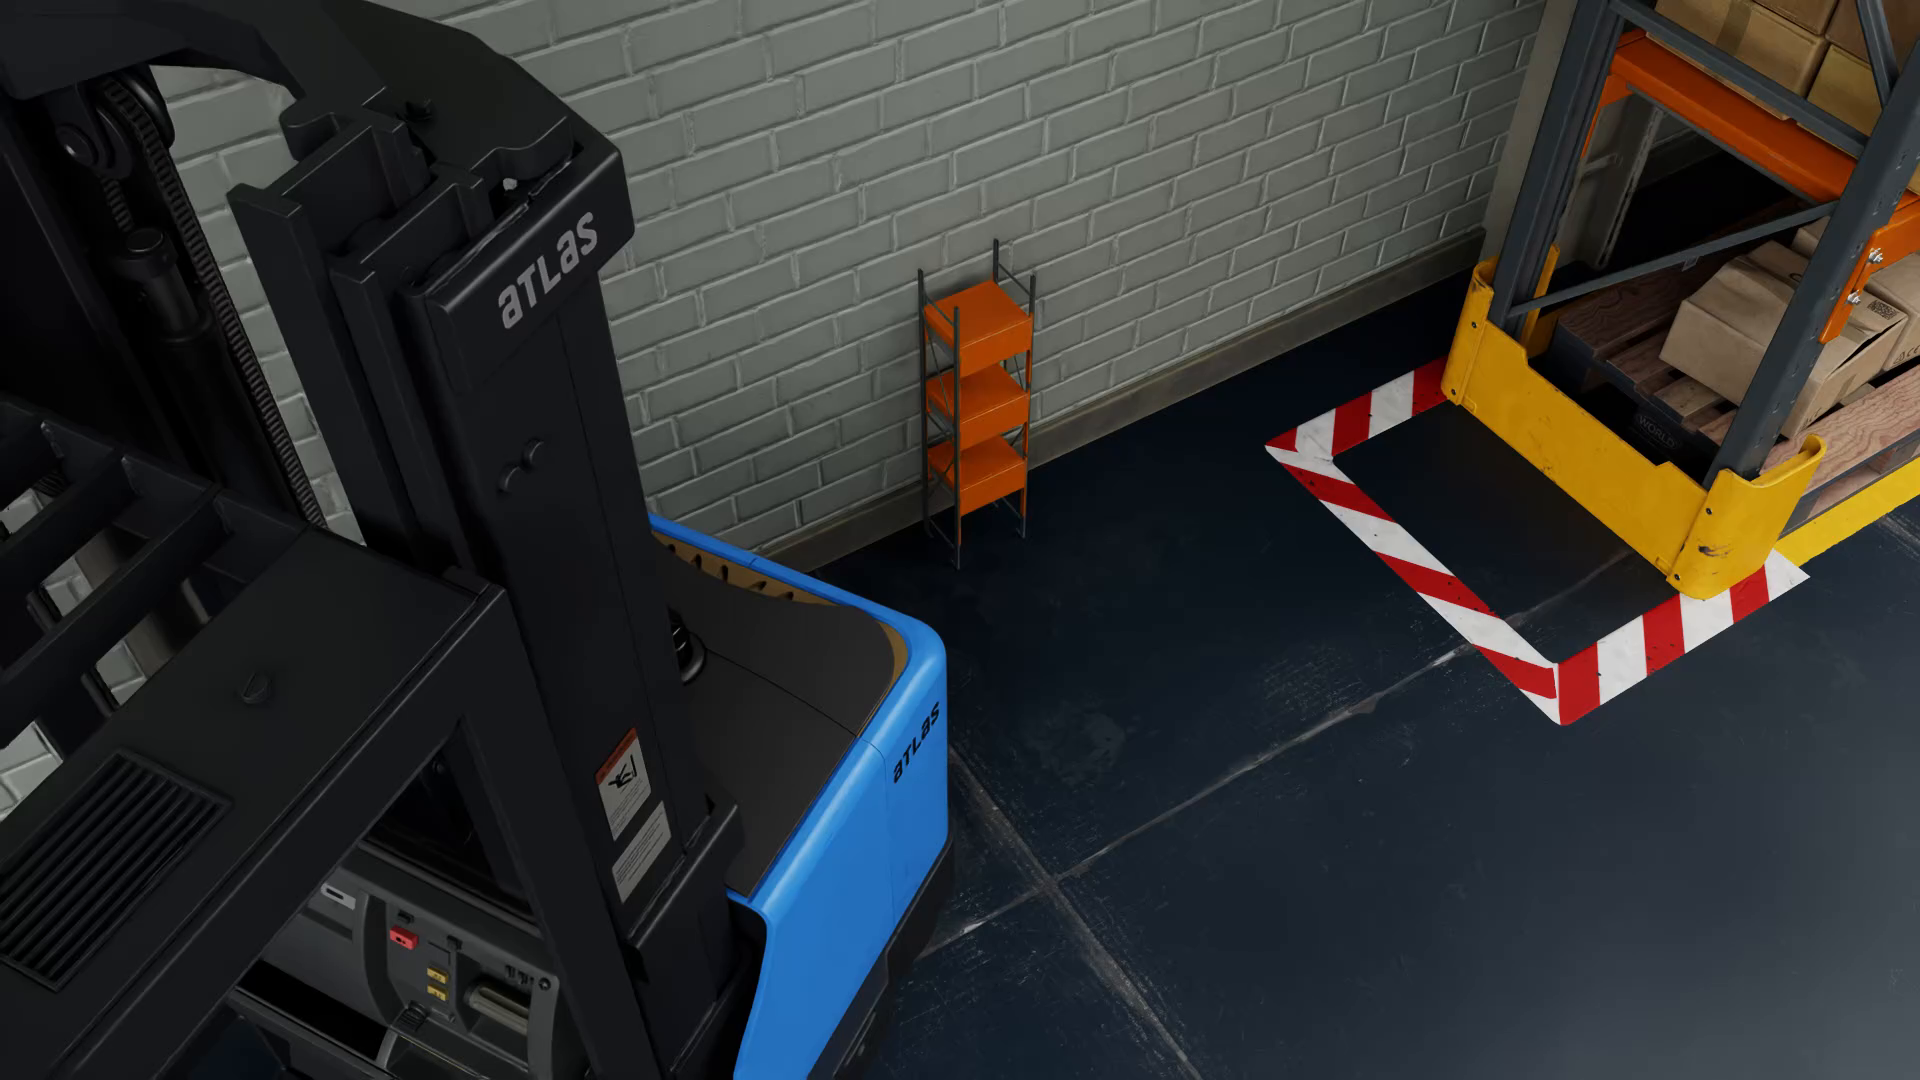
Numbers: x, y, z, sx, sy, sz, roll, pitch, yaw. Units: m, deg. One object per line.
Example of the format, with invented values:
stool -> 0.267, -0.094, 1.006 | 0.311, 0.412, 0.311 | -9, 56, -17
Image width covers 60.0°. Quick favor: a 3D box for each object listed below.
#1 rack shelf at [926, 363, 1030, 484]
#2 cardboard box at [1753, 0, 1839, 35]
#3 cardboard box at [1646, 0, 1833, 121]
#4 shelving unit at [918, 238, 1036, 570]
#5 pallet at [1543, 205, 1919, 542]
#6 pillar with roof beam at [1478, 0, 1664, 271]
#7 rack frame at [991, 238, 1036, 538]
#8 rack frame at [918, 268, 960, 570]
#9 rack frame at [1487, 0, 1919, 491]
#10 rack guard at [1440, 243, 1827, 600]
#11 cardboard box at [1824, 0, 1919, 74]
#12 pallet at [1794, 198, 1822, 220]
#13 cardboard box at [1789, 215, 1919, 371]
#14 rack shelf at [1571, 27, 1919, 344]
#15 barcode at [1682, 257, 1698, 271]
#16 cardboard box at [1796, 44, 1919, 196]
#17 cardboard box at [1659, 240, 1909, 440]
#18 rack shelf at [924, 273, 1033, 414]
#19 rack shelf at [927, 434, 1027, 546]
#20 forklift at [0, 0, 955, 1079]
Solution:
rack shelf -> 0.045, -0.363, 4.885 | 0.240, 0.259, 0.215 | -25, 53, -21
cardboard box -> 2.304, -1.732, 4.368 | 0.500, 0.500, 0.500 | -26, 53, -21
cardboard box -> 2.310, -1.469, 4.637 | 0.500, 0.250, 0.500 | -25, 53, -20
shelving unit -> 0.045, -0.370, 4.877 | 0.252, 1.050, 0.215 | -25, 53, -21
pallet -> 2.789, -0.608, 5.650 | 1.213, 0.211, 1.003 | -25, 53, -21
pillar with roof beam -> 4.446, -1.305, 0.386 | 0.400, 9.000, 9.100 | -25, 53, -21
rack frame -> 0.148, -0.419, 4.920 | 0.008, 1.050, 0.200 | -25, 53, -21
rack frame -> -0.058, -0.322, 4.834 | 0.008, 1.050, 0.200 | -25, 53, -21
rack frame -> 2.018, -1.203, 4.313 | 0.127, 3.000, 1.000 | -25, 53, -21
rack guard -> 2.083, -0.402, 5.274 | 0.348, 0.500, 1.175 | -25, 53, -21
cardboard box -> 2.583, -1.410, 4.082 | 0.500, 0.500, 0.500 | -25, 53, -21
pallet -> 3.819, -1.091, 6.080 | 1.213, 0.211, 1.003 | -25, 53, -21
cardboard box -> 3.134, -0.901, 5.550 | 0.500, 0.311, 0.500 | -21, 52, -18
rack shelf -> 3.710, -1.761, 5.291 | 4.000, 0.370, 1.077 | -25, 53, -21
barcode -> 2.454, -0.937, 5.576 | 0.075, 0.075, 0.001 | -25, 53, -21
cardboard box -> 2.601, -1.154, 4.356 | 0.500, 0.250, 0.500 | -27, 54, -22
cardboard box -> 2.652, -0.674, 5.348 | 0.500, 0.311, 0.500 | -31, 55, -25
rack shelf -> 0.045, -0.552, 4.673 | 0.240, 0.259, 0.215 | -25, 53, -21
rack shelf -> 0.045, -0.179, 5.092 | 0.240, 0.259, 0.215 | -25, 53, -21
forklift -> -1.132, 0.757, 2.613 | 1.130, 2.935, 3.031 | 21, 52, 18
